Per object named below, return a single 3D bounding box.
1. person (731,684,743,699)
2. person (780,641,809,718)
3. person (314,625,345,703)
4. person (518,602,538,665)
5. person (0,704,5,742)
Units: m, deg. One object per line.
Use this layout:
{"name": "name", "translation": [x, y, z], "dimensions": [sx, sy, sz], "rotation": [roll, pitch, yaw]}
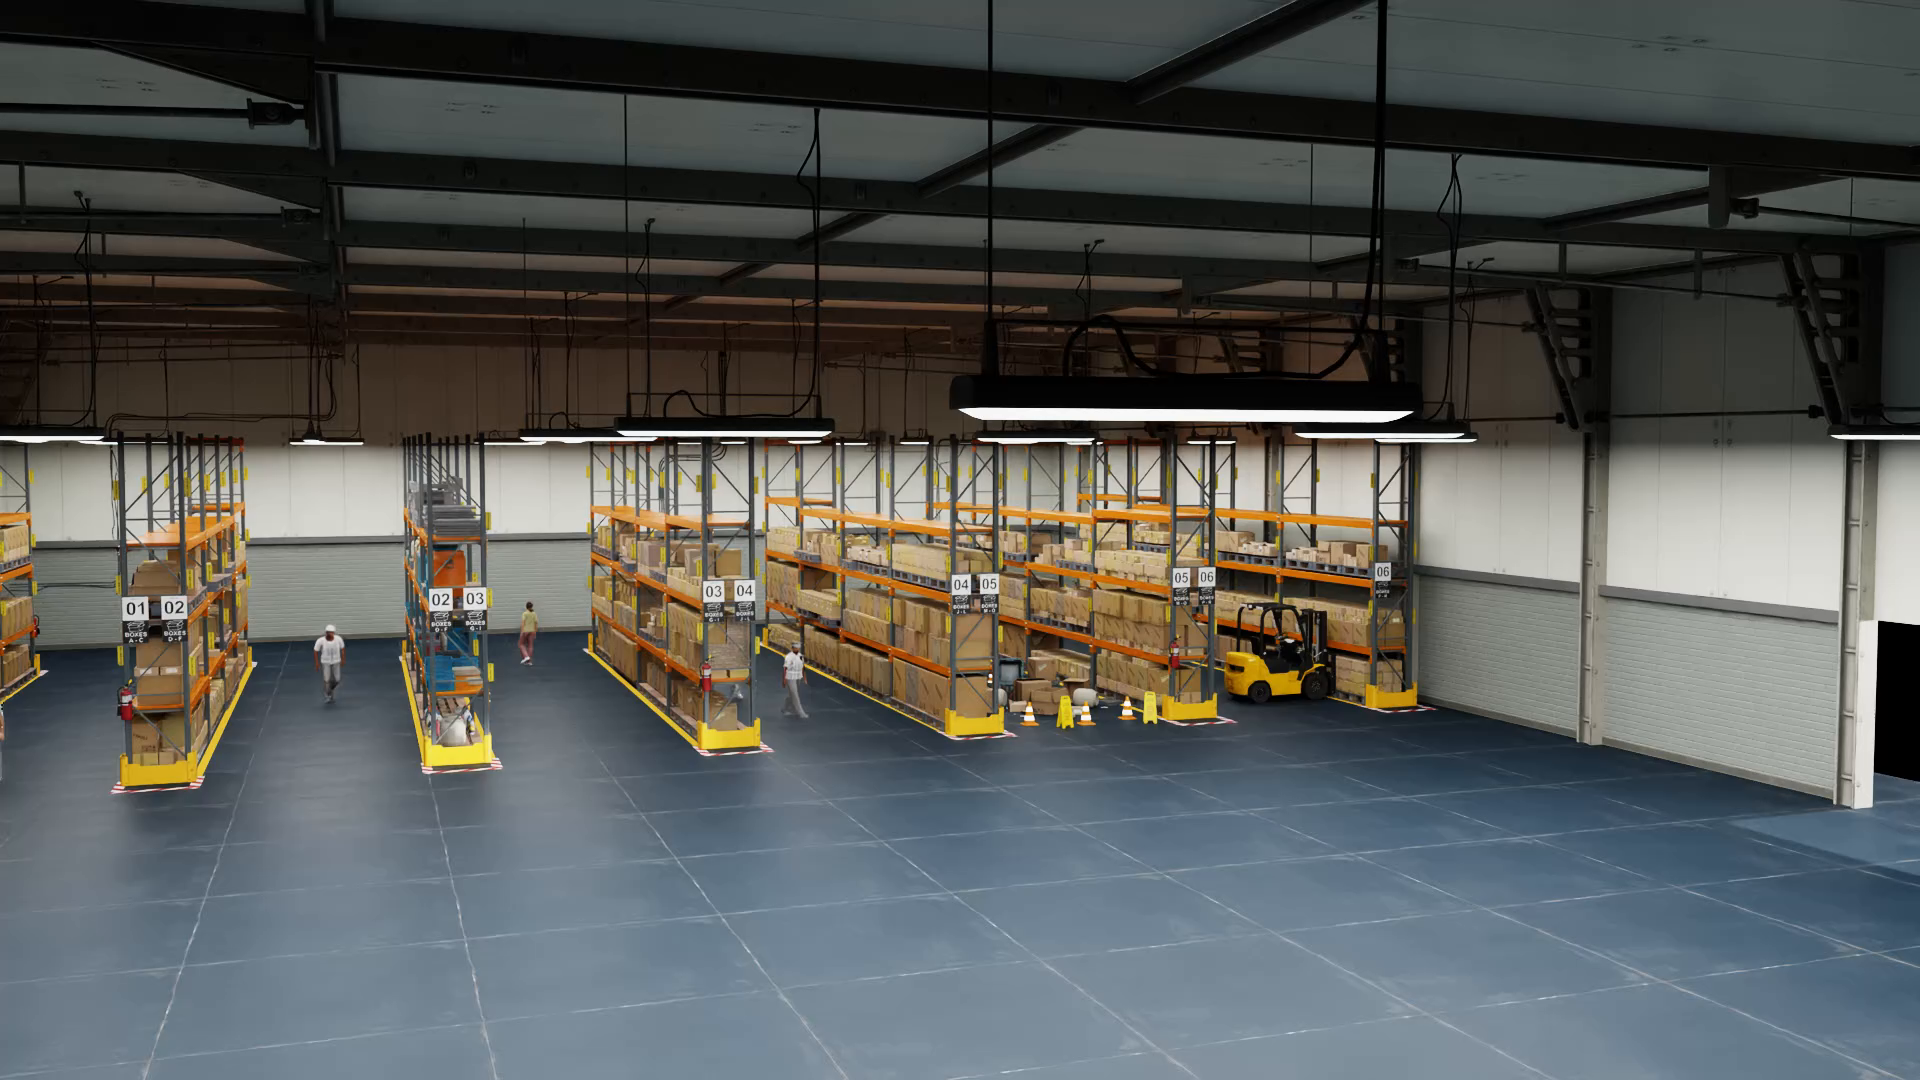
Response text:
{"name": "person", "translation": [-5.020, 2.834, 37.743], "dimensions": [0.434, 1.546, 0.967], "rotation": [-2, 4, -35]}
{"name": "person", "translation": [-3.470, 2.941, 35.148], "dimensions": [1.010, 1.612, 0.482], "rotation": [2, 4, 35]}
{"name": "person", "translation": [-14.260, 2.775, 37.605], "dimensions": [0.672, 1.744, 0.623], "rotation": [-2, 4, -33]}
{"name": "person", "translation": [-11.339, 2.457, 43.725], "dimensions": [0.503, 1.670, 0.451], "rotation": [-2, 4, -34]}
{"name": "person", "translation": [-16.597, 3.344, 28.354], "dimensions": [0.523, 1.679, 0.737], "rotation": [-2, 4, -28]}
